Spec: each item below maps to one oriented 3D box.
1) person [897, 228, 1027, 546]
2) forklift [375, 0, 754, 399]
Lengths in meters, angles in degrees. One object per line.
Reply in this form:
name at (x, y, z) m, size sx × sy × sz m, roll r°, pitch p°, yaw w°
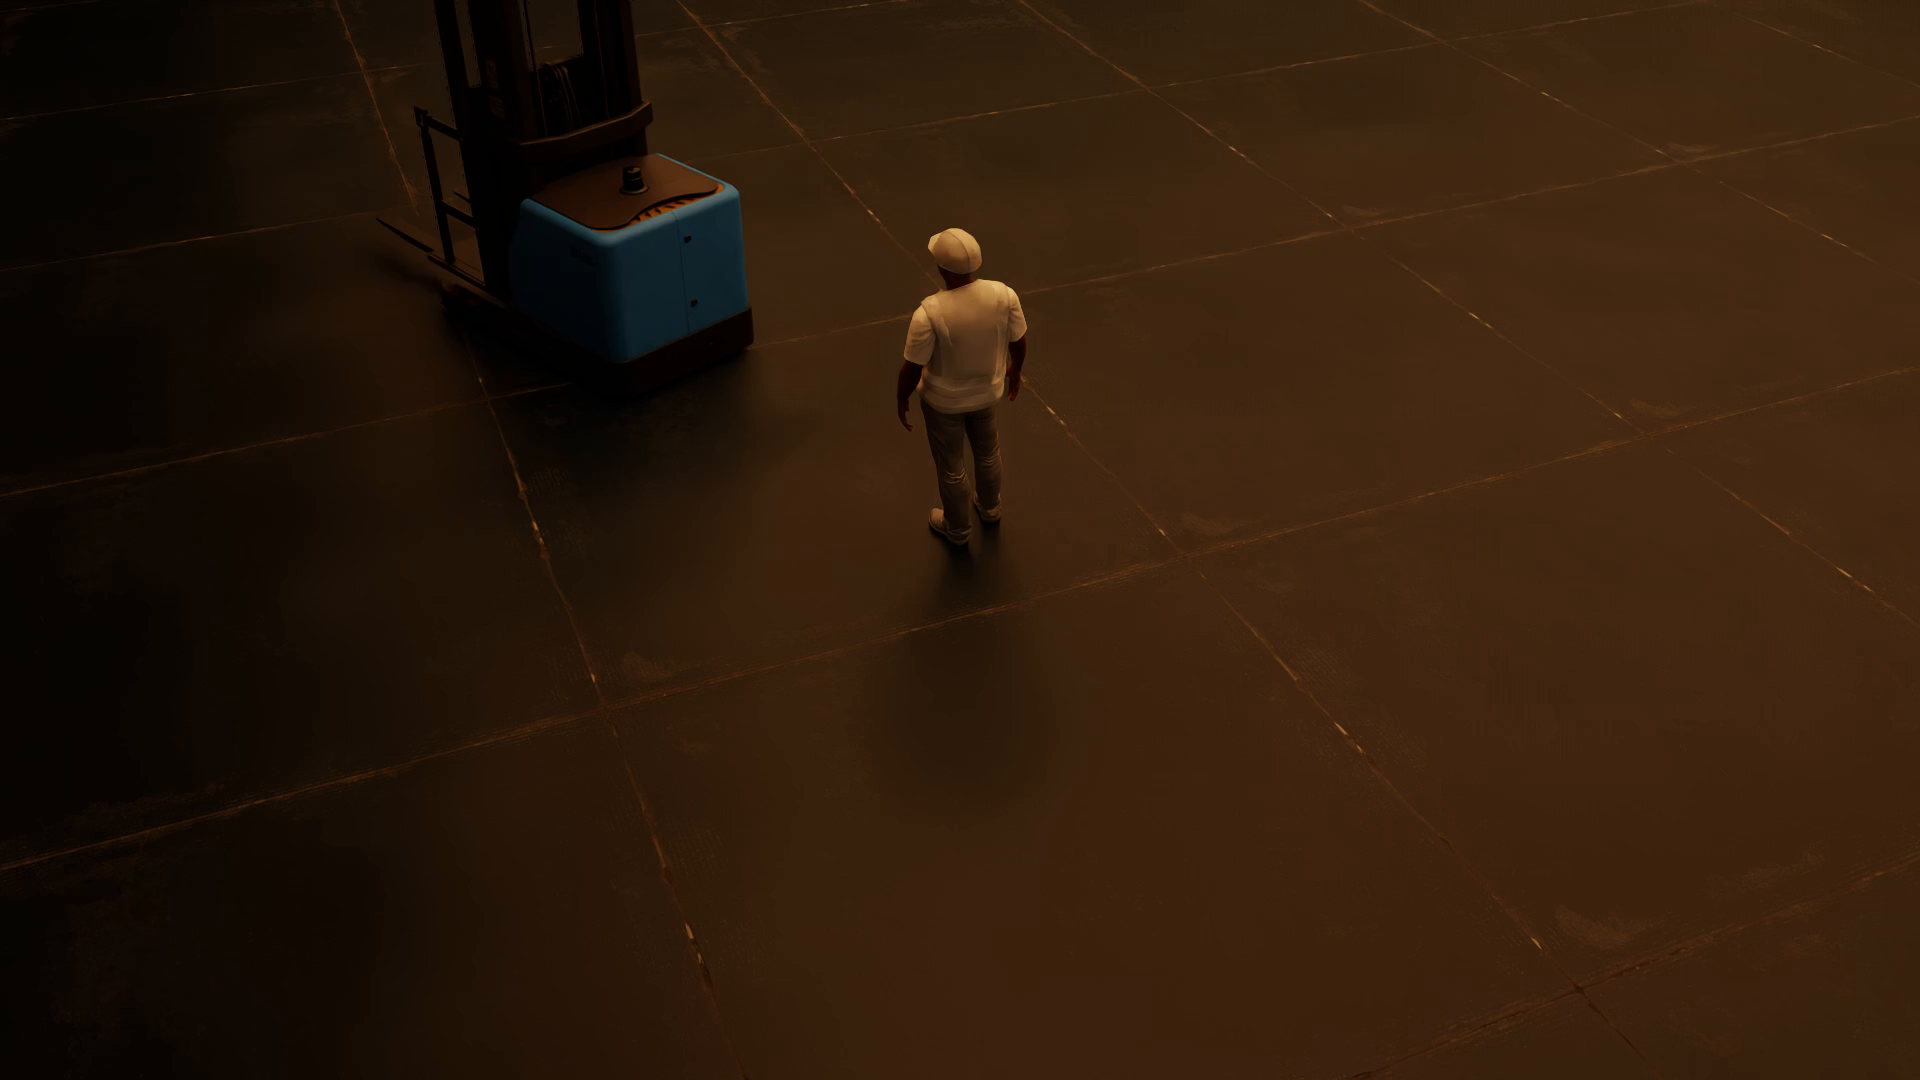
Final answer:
person at (-0.023, -0.764, 8.166) m, size 0.666 × 1.768 × 0.575 m, roll -14°, pitch 38°, yaw -19°
forklift at (-2.676, -2.758, 9.977) m, size 3.031 × 2.935 × 1.130 m, roll 29°, pitch 45°, yaw 35°
